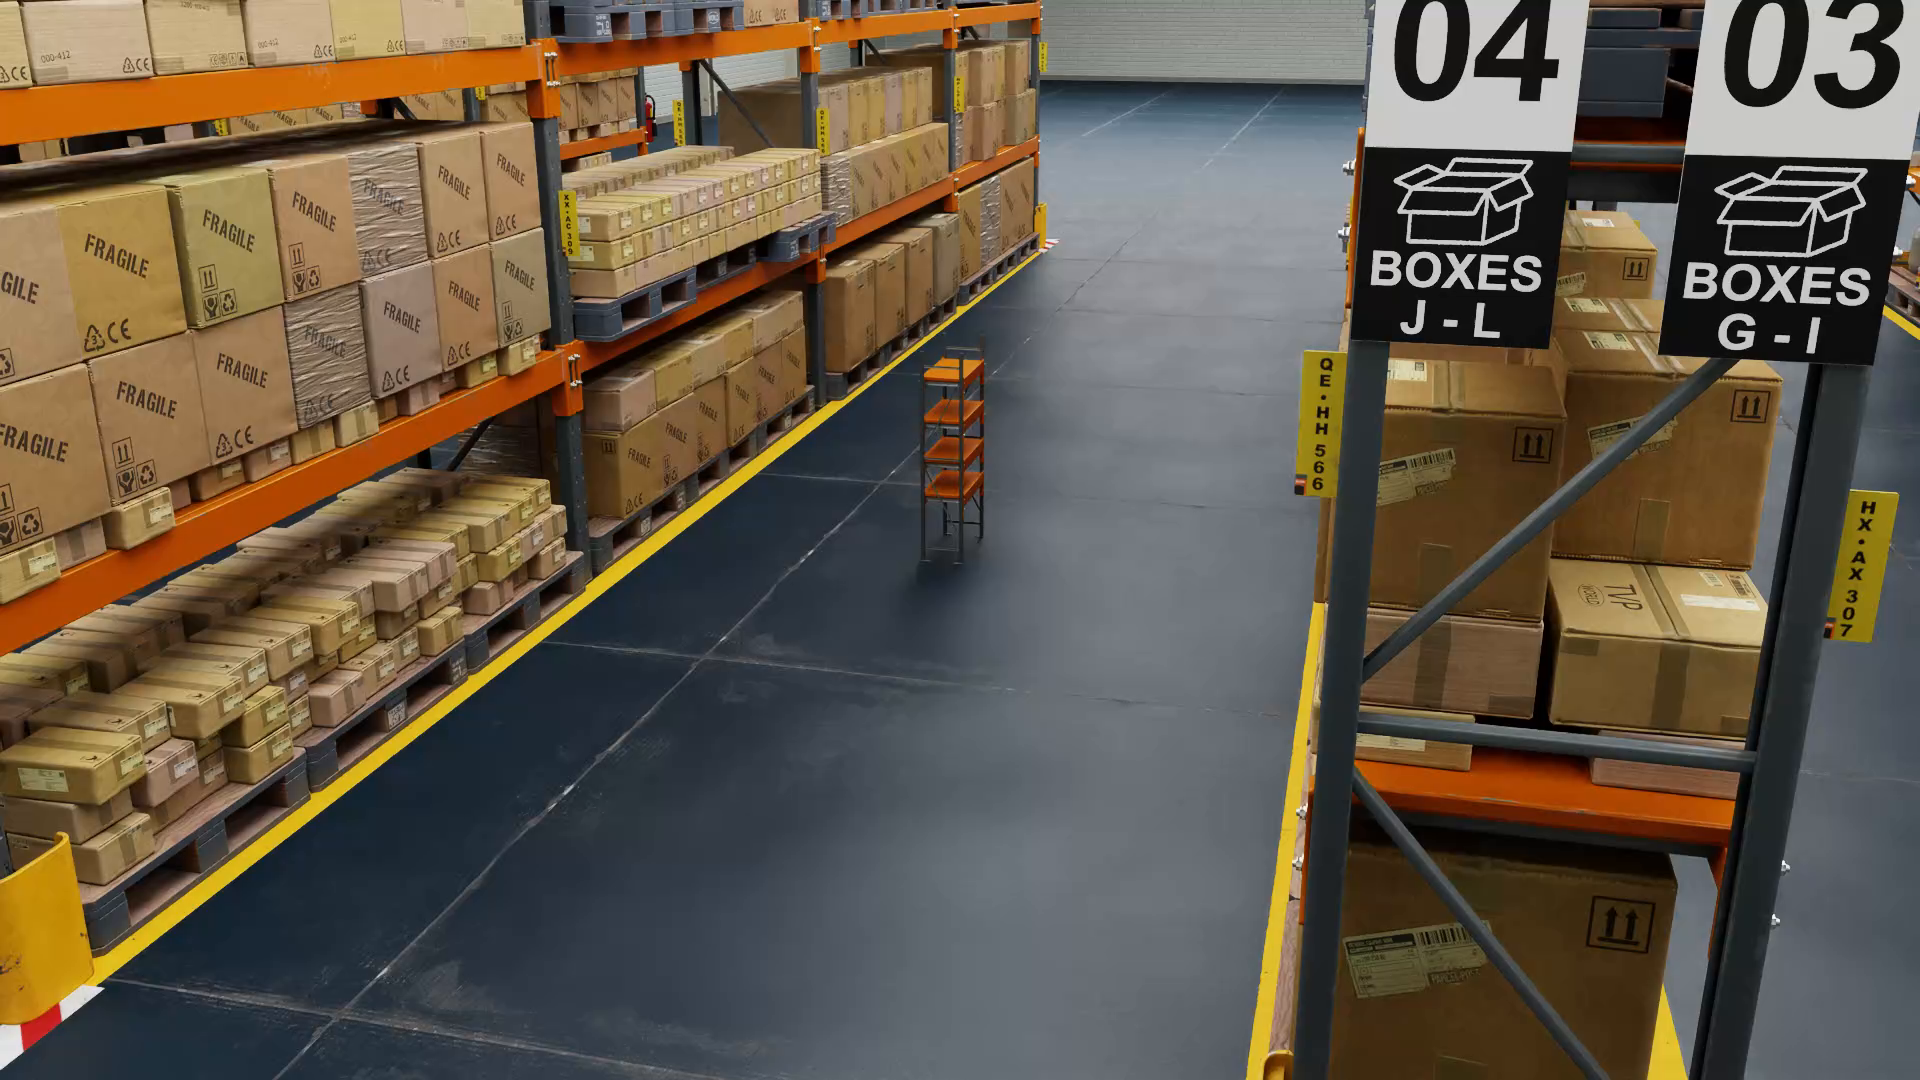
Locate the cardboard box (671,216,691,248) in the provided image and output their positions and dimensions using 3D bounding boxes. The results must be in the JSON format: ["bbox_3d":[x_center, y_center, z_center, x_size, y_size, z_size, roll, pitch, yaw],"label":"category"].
[{"bbox_3d":[-1.766,-1.772,9.513,0.380,0.149,0.250,4,19,11],"label":"cardboard box"}]

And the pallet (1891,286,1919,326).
[{"bbox_3d":[9.547,-2.184,15.756,1.003,0.211,1.213,5,19,13],"label":"pallet"}]

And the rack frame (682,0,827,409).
[{"bbox_3d":[-1.518,-2.474,12.289,1.000,3.000,0.127,5,19,13],"label":"rack frame"}]

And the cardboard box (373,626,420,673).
[{"bbox_3d":[-2.643,0.481,7.400,0.380,0.149,0.250,5,19,14],"label":"cardboard box"}]

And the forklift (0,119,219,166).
[{"bbox_3d":[-4.874,-1.563,9.729,1.130,2.935,3.031,4,19,11],"label":"forklift"}]

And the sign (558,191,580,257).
[{"bbox_3d":[-1.968,-1.589,8.360,0.100,0.325,0.005,5,19,13],"label":"sign"}]

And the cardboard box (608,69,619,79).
[{"bbox_3d":[-4.433,-5.666,19.475,0.700,0.500,0.500,5,19,14],"label":"cardboard box"}]

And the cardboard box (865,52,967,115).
[{"bbox_3d":[-0.418,-4.422,16.092,0.875,0.550,0.550,5,19,13],"label":"cardboard box"}]

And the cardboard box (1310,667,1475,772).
[{"bbox_3d":[1.080,0.438,4.152,0.380,0.149,0.250,5,19,14],"label":"cardboard box"}]

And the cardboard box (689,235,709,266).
[{"bbox_3d":[-1.702,-1.711,9.795,0.380,0.149,0.250,4,19,11],"label":"cardboard box"}]

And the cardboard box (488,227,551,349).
[{"bbox_3d":[-2.340,-1.234,8.045,0.500,0.500,0.500,5,19,13],"label":"cardboard box"}]

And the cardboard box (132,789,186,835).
[{"bbox_3d":[-3.050,0.957,6.007,0.380,0.149,0.250,5,19,13],"label":"cardboard box"}]

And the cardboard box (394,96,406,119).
[{"bbox_3d":[-5.508,-3.994,15.475,0.500,0.500,0.500,5,20,15],"label":"cardboard box"}]

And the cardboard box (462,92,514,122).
[{"bbox_3d":[-4.988,-4.391,17.287,0.500,0.500,0.500,5,19,13],"label":"cardboard box"}]

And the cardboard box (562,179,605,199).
[{"bbox_3d":[-2.330,-2.047,9.858,0.380,0.149,0.250,4,19,12],"label":"cardboard box"}]

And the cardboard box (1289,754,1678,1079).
[{"bbox_3d":[1.391,1.057,4.590,0.875,0.875,0.875,5,19,13],"label":"cardboard box"}]

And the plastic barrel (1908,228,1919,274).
[{"bbox_3d":[9.937,-2.976,16.958,0.421,0.512,0.421,0,19,0],"label":"plastic barrel"}]

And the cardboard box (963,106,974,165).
[{"bbox_3d":[-0.350,-4.089,16.787,0.875,0.550,0.550,5,19,13],"label":"cardboard box"}]

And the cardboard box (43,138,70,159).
[{"bbox_3d":[-6.461,-2.854,11.702,0.500,0.500,0.500,5,19,13],"label":"cardboard box"}]

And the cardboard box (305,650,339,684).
[{"bbox_3d":[-2.834,0.483,6.932,0.380,0.149,0.250,6,20,16],"label":"cardboard box"}]

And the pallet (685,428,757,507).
[{"bbox_3d":[-2.011,-0.528,10.907,1.003,0.211,1.213,5,19,13],"label":"pallet"}]

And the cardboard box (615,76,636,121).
[{"bbox_3d":[-4.254,-5.337,20.056,0.500,0.500,0.500,4,19,12],"label":"cardboard box"}]

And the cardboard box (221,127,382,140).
[{"bbox_3d":[-2.954,-1.595,7.556,0.500,0.500,0.500,4,19,12],"label":"cardboard box"}]

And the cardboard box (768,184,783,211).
[{"bbox_3d":[-1.385,-2.259,10.939,0.380,0.149,0.250,5,19,14],"label":"cardboard box"}]

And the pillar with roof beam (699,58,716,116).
[{"bbox_3d":[-1.674,-13.725,35.948,9.100,9.000,0.400,5,19,13],"label":"pillar with roof beam"}]

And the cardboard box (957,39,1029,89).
[{"bbox_3d":[0.308,-5.450,19.100,0.875,0.550,0.550,5,19,13],"label":"cardboard box"}]

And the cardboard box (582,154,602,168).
[{"bbox_3d":[-4.420,-4.429,19.455,0.380,0.149,0.250,5,19,14],"label":"cardboard box"}]

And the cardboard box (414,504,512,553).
[{"bbox_3d":[-2.408,-0.057,8.055,0.380,0.149,0.250,4,19,13],"label":"cardboard box"}]

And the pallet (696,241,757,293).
[{"bbox_3d":[-1.962,-1.759,10.494,1.003,0.211,1.213,5,19,13],"label":"pallet"}]

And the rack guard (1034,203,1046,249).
[{"bbox_3d":[0.442,-3.806,20.057,1.175,0.500,0.348,5,19,13],"label":"rack guard"}]

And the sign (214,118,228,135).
[{"bbox_3d":[-5.804,-3.338,13.029,0.100,0.325,0.005,5,19,13],"label":"sign"}]

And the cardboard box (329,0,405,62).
[{"bbox_3d":[-2.611,-2.079,6.724,0.500,0.250,0.500,4,19,13],"label":"cardboard box"}]

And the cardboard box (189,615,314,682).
[{"bbox_3d":[-2.822,0.430,6.629,0.380,0.149,0.250,5,20,16],"label":"cardboard box"}]

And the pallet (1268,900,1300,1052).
[{"bbox_3d":[1.431,1.520,4.911,1.003,0.211,1.213,5,19,13],"label":"pallet"}]

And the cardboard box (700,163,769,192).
[{"bbox_3d":[-1.447,-2.326,10.674,0.380,0.149,0.250,5,19,13],"label":"cardboard box"}]

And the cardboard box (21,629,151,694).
[{"bbox_3d":[-3.408,0.475,6.497,0.380,0.149,0.250,4,19,11],"label":"cardboard box"}]

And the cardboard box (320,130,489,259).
[{"bbox_3d":[-2.469,-1.550,7.423,0.500,0.500,0.500,4,19,12],"label":"cardboard box"}]

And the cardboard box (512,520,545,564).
[{"bbox_3d":[-2.318,-0.001,8.350,0.380,0.149,0.250,4,19,11],"label":"cardboard box"}]

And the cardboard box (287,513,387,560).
[{"bbox_3d":[-2.961,-0.011,7.920,0.380,0.149,0.250,4,19,12],"label":"cardboard box"}]

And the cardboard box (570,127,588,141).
[{"bbox_3d":[-4.517,-4.681,19.140,0.380,0.149,0.250,4,19,13],"label":"cardboard box"}]

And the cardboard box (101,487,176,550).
[{"bbox_3d":[-2.936,-0.086,5.688,0.380,0.149,0.250,4,19,12],"label":"cardboard box"}]

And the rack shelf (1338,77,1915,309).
[{"bbox_3d":[1.801,-1.249,5.175,1.077,0.370,4.000,5,19,13],"label":"rack shelf"}]

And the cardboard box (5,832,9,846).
[{"bbox_3d":[-3.547,1.003,5.872,0.380,0.149,0.250,5,19,14],"label":"cardboard box"}]

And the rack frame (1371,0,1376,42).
[{"bbox_3d":[1.312,-2.382,2.739,1.000,3.000,0.127,5,19,13],"label":"rack frame"}]

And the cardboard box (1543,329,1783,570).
[{"bbox_3d":[1.813,-0.253,4.401,0.500,0.500,0.500,4,19,12],"label":"cardboard box"}]

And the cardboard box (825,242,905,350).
[{"bbox_3d":[-1.072,-2.066,13.926,1.050,0.750,0.750,5,19,14],"label":"cardboard box"}]

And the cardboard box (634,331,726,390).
[{"bbox_3d":[-1.802,-1.128,10.407,0.500,0.250,0.500,5,20,15],"label":"cardboard box"}]

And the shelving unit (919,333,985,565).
[{"bbox_3d":[-0.040,-0.516,9.342,0.258,1.200,0.503,5,19,13],"label":"shelving unit"}]

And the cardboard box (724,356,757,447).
[{"bbox_3d":[-1.670,-0.933,10.997,0.500,0.500,0.500,4,19,11],"label":"cardboard box"}]

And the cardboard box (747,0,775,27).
[{"bbox_3d":[-1.521,-3.584,10.744,0.500,0.500,0.500,5,19,13],"label":"cardboard box"}]

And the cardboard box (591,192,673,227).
[{"bbox_3d":[-1.826,-1.837,9.242,0.380,0.149,0.250,5,19,14],"label":"cardboard box"}]

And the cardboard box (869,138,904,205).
[{"bbox_3d":[-0.778,-3.114,14.009,0.500,0.500,0.500,4,19,13],"label":"cardboard box"}]

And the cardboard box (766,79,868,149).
[{"bbox_3d":[-1.154,-3.454,13.457,0.700,0.500,0.500,4,19,13],"label":"cardboard box"}]

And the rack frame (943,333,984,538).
[{"bbox_3d":[0.019,-0.592,9.566,0.240,1.200,0.015,5,19,13],"label":"rack frame"}]

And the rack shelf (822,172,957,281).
[{"bbox_3d":[-1.030,-2.760,14.241,1.077,0.370,4.000,5,19,13],"label":"rack shelf"}]

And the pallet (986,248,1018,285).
[{"bbox_3d":[0.017,-3.024,18.213,1.003,0.211,1.213,5,19,13],"label":"pallet"}]

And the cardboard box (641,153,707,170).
[{"bbox_3d":[-1.947,-2.545,11.315,0.380,0.149,0.250,5,19,13],"label":"cardboard box"}]

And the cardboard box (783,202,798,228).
[{"bbox_3d":[-1.318,-2.204,11.240,0.380,0.149,0.250,5,19,14],"label":"cardboard box"}]

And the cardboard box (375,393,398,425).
[{"bbox_3d":[-2.657,-0.583,7.142,0.380,0.149,0.250,4,19,13],"label":"cardboard box"}]

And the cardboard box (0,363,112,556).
[{"bbox_3d":[-3.095,-0.273,5.232,0.500,0.500,0.500,6,20,16],"label":"cardboard box"}]
